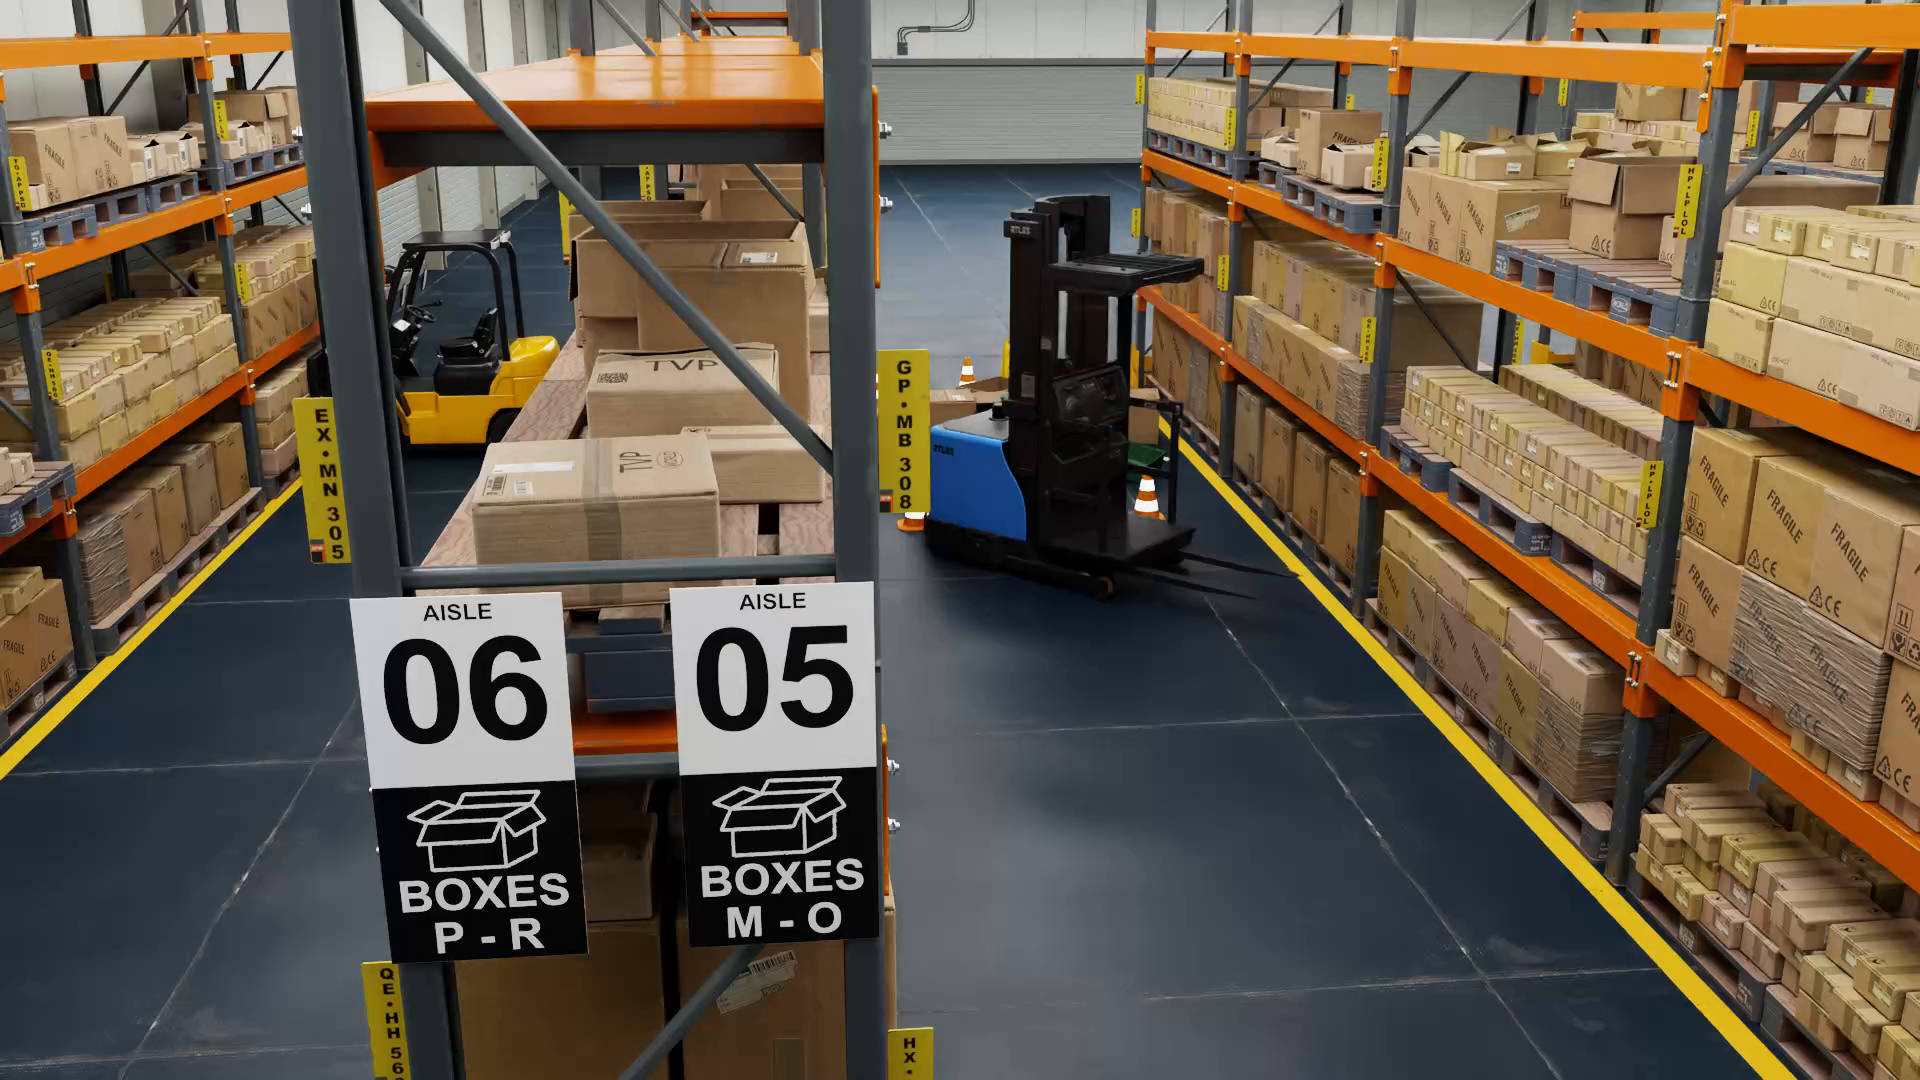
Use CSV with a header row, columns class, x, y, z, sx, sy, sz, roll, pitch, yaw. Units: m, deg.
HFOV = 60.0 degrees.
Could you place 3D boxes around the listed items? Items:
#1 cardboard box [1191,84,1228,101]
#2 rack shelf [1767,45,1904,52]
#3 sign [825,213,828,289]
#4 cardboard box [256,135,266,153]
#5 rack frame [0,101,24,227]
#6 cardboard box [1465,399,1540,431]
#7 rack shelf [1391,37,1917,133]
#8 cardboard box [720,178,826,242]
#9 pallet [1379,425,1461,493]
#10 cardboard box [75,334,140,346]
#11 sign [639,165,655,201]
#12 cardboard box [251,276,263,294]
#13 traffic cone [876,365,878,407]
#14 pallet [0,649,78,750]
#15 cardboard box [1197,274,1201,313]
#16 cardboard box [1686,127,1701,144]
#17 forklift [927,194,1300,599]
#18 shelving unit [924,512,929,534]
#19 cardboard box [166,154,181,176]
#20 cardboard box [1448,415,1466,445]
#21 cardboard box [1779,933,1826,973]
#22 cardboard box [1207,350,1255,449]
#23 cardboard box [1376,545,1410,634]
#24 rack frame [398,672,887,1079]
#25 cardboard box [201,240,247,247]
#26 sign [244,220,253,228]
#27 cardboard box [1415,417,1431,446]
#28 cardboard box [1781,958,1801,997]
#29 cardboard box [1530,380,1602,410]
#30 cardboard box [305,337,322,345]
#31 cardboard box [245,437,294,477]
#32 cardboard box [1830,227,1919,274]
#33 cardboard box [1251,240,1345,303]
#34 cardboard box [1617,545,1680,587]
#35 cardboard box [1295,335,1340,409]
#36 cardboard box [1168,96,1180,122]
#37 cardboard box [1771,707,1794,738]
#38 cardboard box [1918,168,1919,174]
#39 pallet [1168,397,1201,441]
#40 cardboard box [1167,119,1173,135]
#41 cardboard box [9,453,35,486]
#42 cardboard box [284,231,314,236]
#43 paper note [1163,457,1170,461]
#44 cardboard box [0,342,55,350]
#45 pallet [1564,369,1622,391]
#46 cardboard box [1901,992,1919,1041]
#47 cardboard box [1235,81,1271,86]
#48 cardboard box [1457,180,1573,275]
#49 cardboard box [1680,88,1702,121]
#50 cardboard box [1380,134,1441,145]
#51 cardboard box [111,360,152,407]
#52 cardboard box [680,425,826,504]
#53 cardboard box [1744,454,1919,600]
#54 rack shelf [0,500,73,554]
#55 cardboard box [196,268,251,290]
class,x,y,z,sx,sy,sz,roll,pitch,yaw
cardboard box,2.530,-4.481,16.656,0.380,0.149,0.250,-2,18,-6
rack shelf,8.164,-3.922,13.515,1.077,0.370,4.000,-2,18,-6
sign,-0.522,-1.233,7.094,0.100,0.325,0.005,-2,18,-6
cardboard box,-6.659,-3.660,15.372,0.380,0.149,0.250,-1,17,-4
rack frame,-6.423,-3.399,9.982,1.000,3.000,0.127,-2,18,-6
cardboard box,3.390,-0.783,10.387,0.380,0.149,0.250,-1,17,-3
rack shelf,3.633,-2.607,9.326,1.077,0.370,4.000,-2,18,-6
cardboard box,-0.876,-1.451,7.914,0.500,0.500,0.500,-2,18,-7
pallet,3.606,-0.574,11.318,1.213,0.211,1.003,-2,18,-6
cardboard box,-6.430,-1.457,12.561,0.380,0.149,0.250,-2,18,-6
sign,-2.026,-2.353,10.794,0.100,0.325,0.005,-2,18,-6
cardboard box,-6.690,-2.343,15.383,0.380,0.149,0.250,-2,18,-6
traffic cone,-0.984,-1.777,19.063,0.336,0.463,0.334,-2,18,-6
pallet,-6.384,1.017,10.586,1.003,0.211,1.213,-2,18,-6
cardboard box,2.946,-2.575,17.122,0.875,0.550,0.550,-2,18,-6
cardboard box,7.535,-4.063,16.689,0.380,0.149,0.250,-2,18,-7
forklift,1.188,-1.127,12.874,3.031,2.935,1.130,14,22,37
shelving unit,-0.170,-0.458,14.135,0.258,0.900,0.210,-5,18,-14
cardboard box,-6.420,-2.970,13.173,0.380,0.149,0.250,-2,18,-6
cardboard box,3.364,-0.712,10.658,0.380,0.149,0.250,-2,18,-5
cardboard box,3.765,1.760,7.125,0.380,0.149,0.250,-1,17,-3
cardboard box,3.019,-1.443,16.610,0.875,0.875,0.875,-2,17,-5
cardboard box,3.246,0.336,11.570,0.500,0.500,0.500,-3,18,-8
rack frame,-0.661,1.692,3.780,1.000,3.000,0.127,-2,18,-6
cardboard box,-7.400,-2.923,16.732,0.380,0.149,0.250,-2,18,-7
sign,-7.801,-3.356,18.282,0.100,0.325,0.005,-2,18,-6
cardboard box,3.300,-0.736,11.231,0.380,0.149,0.250,-1,17,-3
cardboard box,3.801,1.900,7.175,0.380,0.149,0.250,-3,18,-8
cardboard box,3.984,-0.954,10.934,0.380,0.149,0.250,-1,17,-4
cardboard box,-6.832,-2.007,17.781,0.500,0.250,0.500,-1,17,-5
cardboard box,-6.556,-0.772,15.517,0.500,0.250,0.500,-2,18,-5
cardboard box,3.687,-1.143,6.553,0.380,0.149,0.250,-2,18,-7
cardboard box,3.071,-2.443,15.116,0.700,0.500,0.500,-2,18,-7
cardboard box,3.602,0.124,8.491,0.380,0.149,0.250,-2,18,-7
cardboard box,3.012,-1.346,13.289,0.500,0.500,0.500,-2,18,-7
cardboard box,2.502,-4.554,17.554,0.500,0.250,0.500,-2,18,-6
cardboard box,3.746,0.765,7.152,0.380,0.149,0.250,-3,18,-8
cardboard box,7.973,-3.150,13.193,0.500,0.500,0.500,-1,17,-5
pallet,2.885,-1.329,18.059,1.003,0.211,1.213,-2,18,-6
cardboard box,2.423,-4.405,17.743,0.380,0.149,0.250,-2,18,-5
cardboard box,-5.974,-0.434,10.269,0.380,0.149,0.250,-1,17,-5
cardboard box,-6.892,-3.170,17.520,0.380,0.149,0.250,-1,17,-4
paper note,2.044,-0.822,16.745,0.142,0.020,0.147,16,24,42
cardboard box,-6.915,-1.362,12.256,0.380,0.149,0.250,-2,18,-7
pallet,7.602,-1.785,19.511,1.003,0.211,1.213,-2,18,-6
cardboard box,3.860,1.846,6.356,0.380,0.149,0.250,-2,18,-7
cardboard box,3.105,-4.729,17.445,0.380,0.149,0.250,-2,18,-6
cardboard box,3.336,-1.878,9.975,0.500,0.500,0.500,-2,18,-6
cardboard box,7.957,-4.787,17.910,0.500,0.500,0.500,-2,18,-6
cardboard box,3.466,-3.036,13.113,0.500,0.311,0.500,-2,18,-7
cardboard box,-6.312,-1.150,12.247,0.500,0.250,0.500,-2,18,-7
cardboard box,-0.545,-0.199,4.346,0.380,0.149,0.250,-1,17,-4
cardboard box,3.712,-0.054,7.007,0.500,0.500,0.500,-2,18,-7
rack shelf,-6.217,0.402,9.090,1.077,0.370,4.000,-2,18,-6
cardboard box,-6.574,-2.332,14.851,0.380,0.149,0.250,-1,17,-5
